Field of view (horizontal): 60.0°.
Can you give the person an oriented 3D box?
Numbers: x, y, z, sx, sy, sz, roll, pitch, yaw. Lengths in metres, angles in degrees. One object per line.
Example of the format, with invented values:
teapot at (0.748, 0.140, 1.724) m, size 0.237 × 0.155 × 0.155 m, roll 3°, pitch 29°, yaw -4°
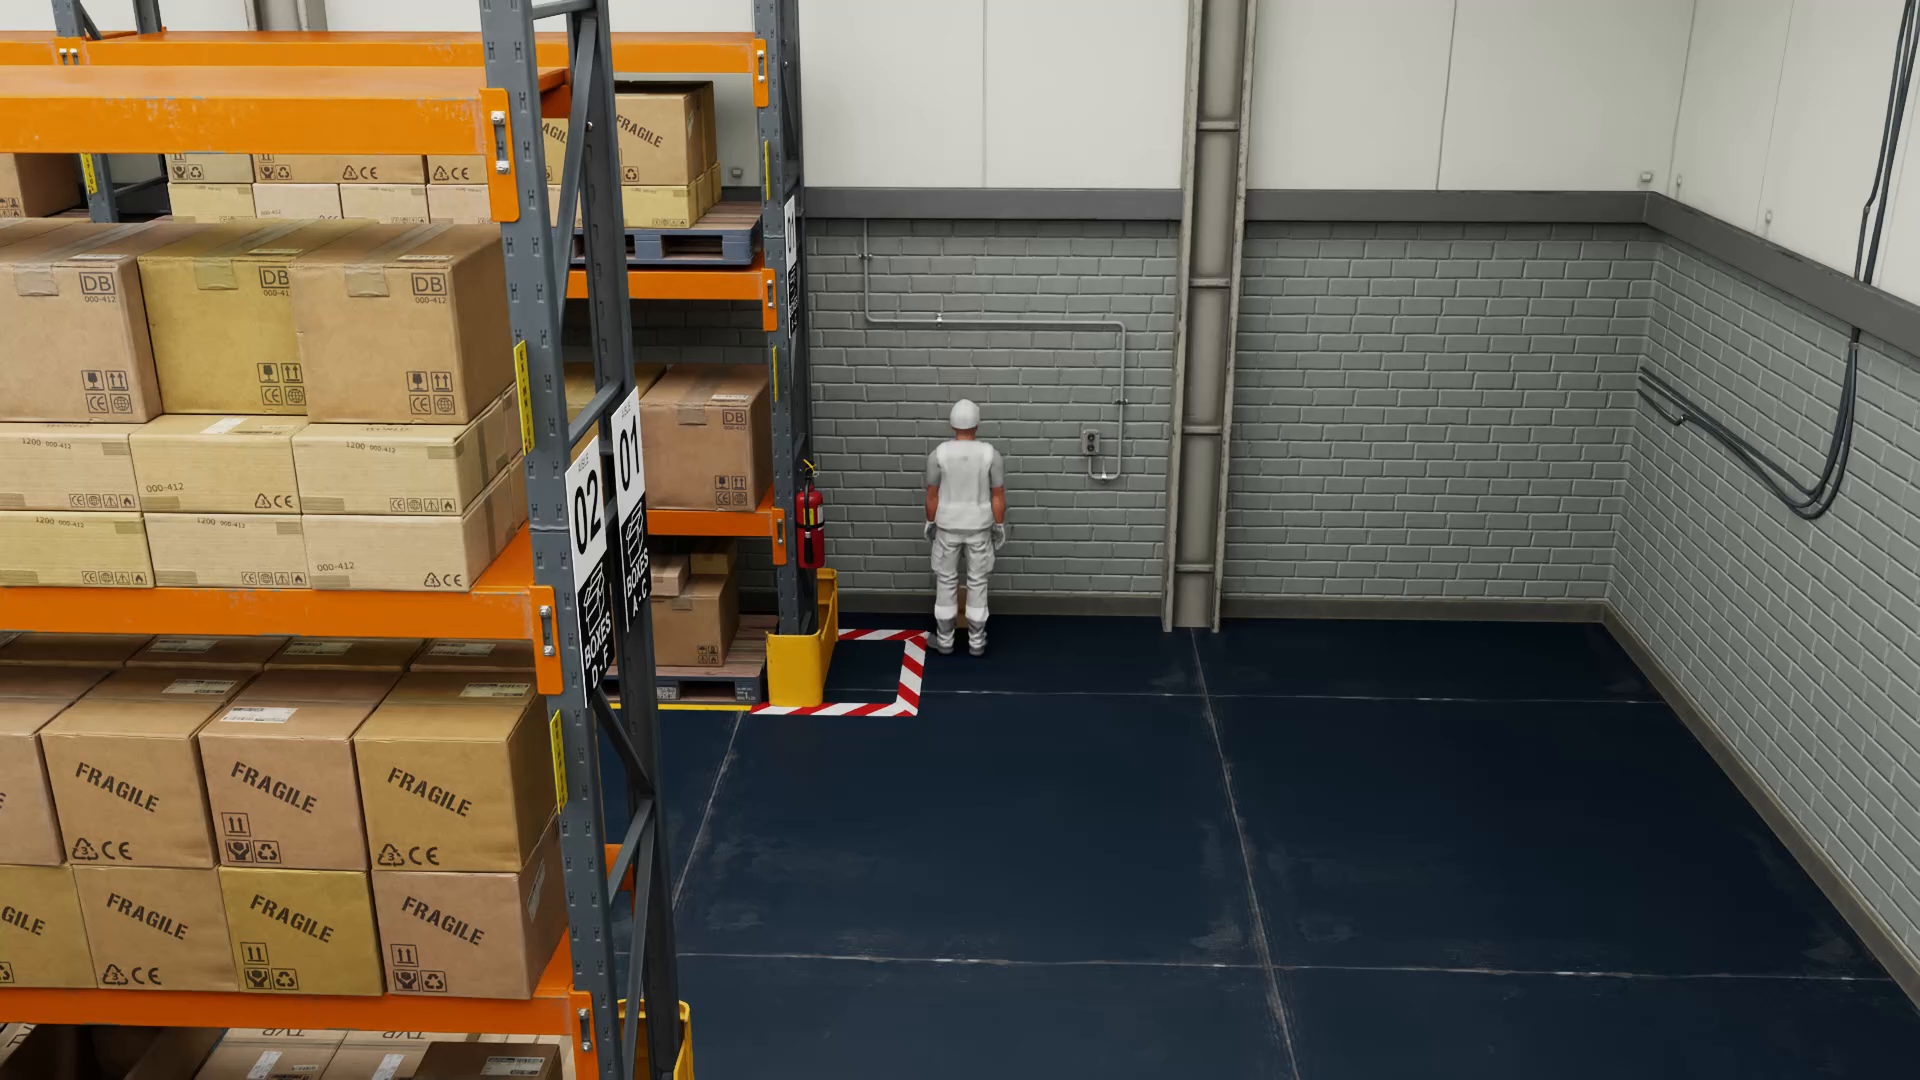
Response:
person at (0.034, -0.084, 11.226) m, size 0.554 × 1.800 × 0.325 m, roll 0°, pitch 21°, yaw 1°
